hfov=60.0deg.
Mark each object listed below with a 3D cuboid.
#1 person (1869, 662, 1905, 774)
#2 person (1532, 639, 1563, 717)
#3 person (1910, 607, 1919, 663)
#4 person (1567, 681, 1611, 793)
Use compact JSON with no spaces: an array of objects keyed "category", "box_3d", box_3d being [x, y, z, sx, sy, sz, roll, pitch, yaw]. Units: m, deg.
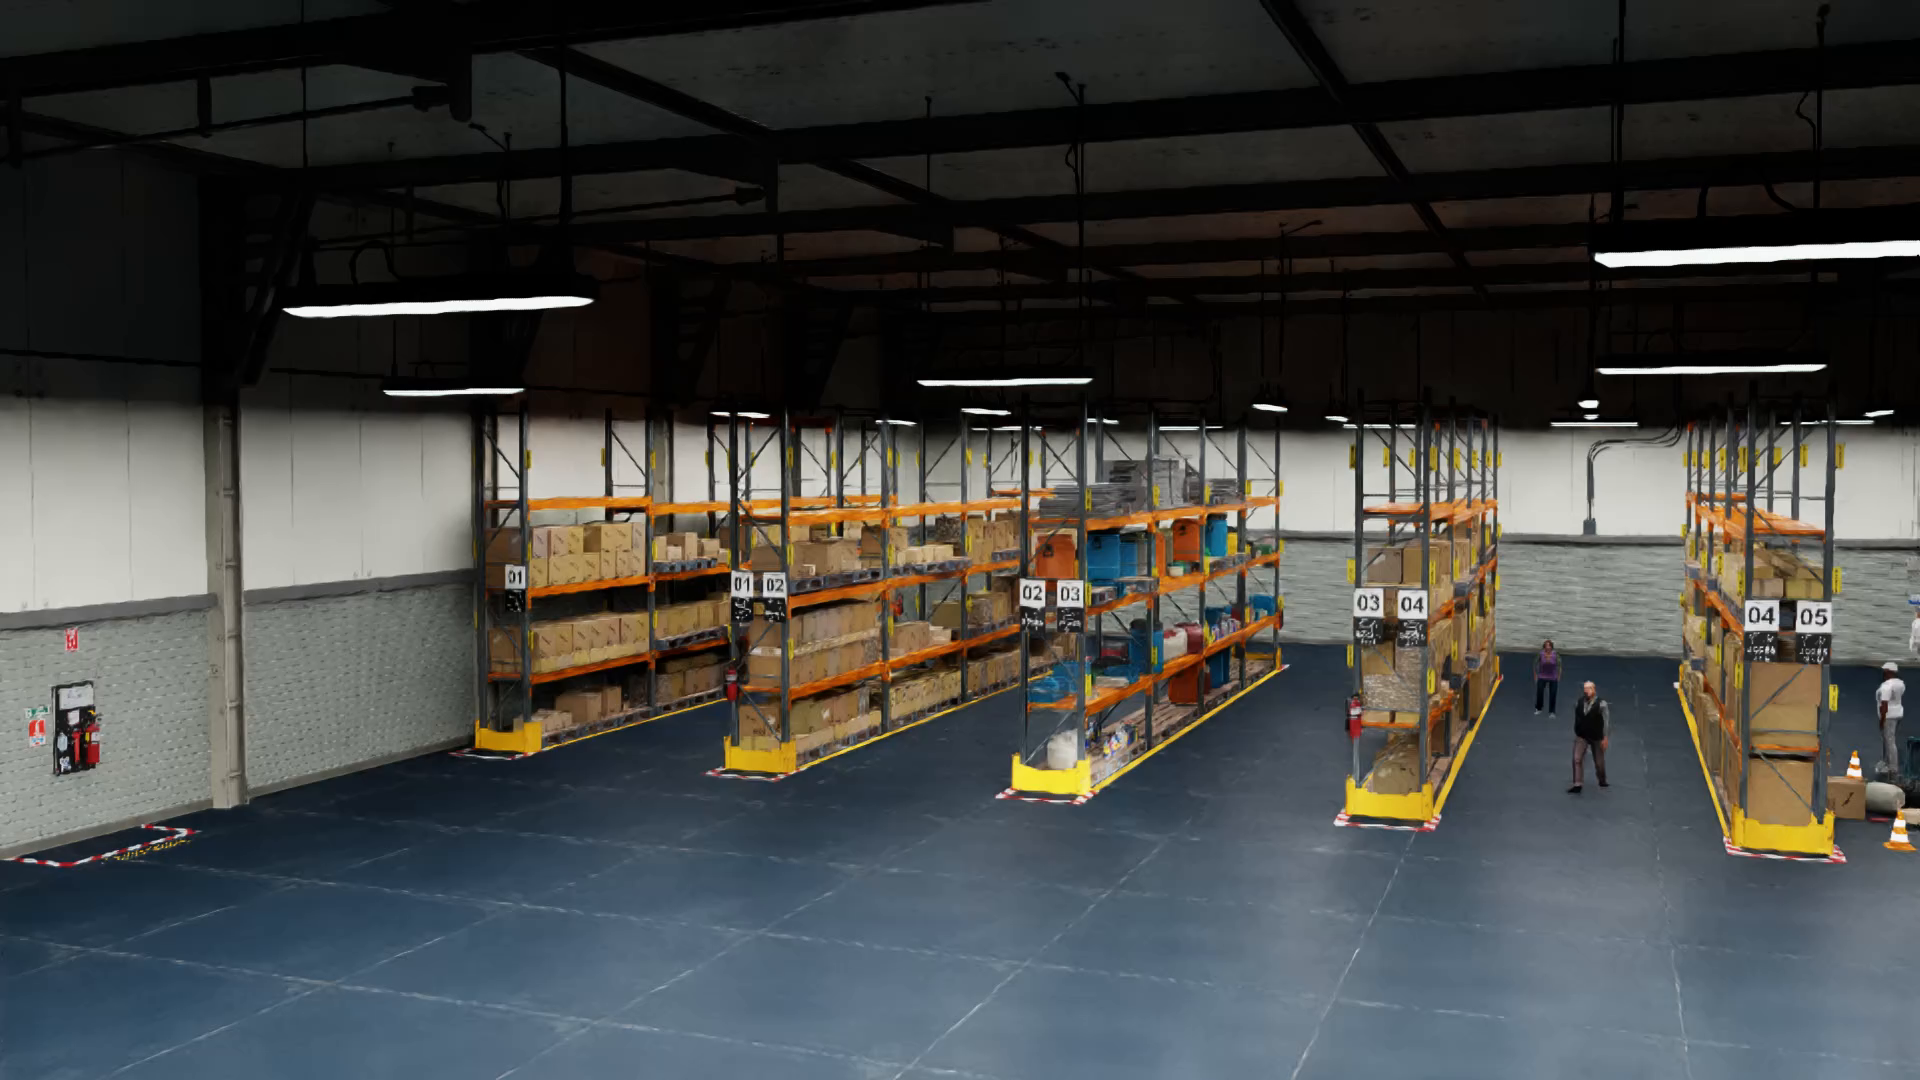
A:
[{"category":"person","box_3d":[14.744,2.815,26.485,0.625,1.765,0.498,-2,4,-39]},{"category":"person","box_3d":[11.375,2.724,32.218,0.566,1.434,0.519,1,3,19]},{"category":"person","box_3d":[21.667,2.338,37.391,0.466,1.669,0.593,-1,3,-14]},{"category":"person","box_3d":[9.475,2.949,24.934,0.557,1.684,0.927,2,3,37]}]
